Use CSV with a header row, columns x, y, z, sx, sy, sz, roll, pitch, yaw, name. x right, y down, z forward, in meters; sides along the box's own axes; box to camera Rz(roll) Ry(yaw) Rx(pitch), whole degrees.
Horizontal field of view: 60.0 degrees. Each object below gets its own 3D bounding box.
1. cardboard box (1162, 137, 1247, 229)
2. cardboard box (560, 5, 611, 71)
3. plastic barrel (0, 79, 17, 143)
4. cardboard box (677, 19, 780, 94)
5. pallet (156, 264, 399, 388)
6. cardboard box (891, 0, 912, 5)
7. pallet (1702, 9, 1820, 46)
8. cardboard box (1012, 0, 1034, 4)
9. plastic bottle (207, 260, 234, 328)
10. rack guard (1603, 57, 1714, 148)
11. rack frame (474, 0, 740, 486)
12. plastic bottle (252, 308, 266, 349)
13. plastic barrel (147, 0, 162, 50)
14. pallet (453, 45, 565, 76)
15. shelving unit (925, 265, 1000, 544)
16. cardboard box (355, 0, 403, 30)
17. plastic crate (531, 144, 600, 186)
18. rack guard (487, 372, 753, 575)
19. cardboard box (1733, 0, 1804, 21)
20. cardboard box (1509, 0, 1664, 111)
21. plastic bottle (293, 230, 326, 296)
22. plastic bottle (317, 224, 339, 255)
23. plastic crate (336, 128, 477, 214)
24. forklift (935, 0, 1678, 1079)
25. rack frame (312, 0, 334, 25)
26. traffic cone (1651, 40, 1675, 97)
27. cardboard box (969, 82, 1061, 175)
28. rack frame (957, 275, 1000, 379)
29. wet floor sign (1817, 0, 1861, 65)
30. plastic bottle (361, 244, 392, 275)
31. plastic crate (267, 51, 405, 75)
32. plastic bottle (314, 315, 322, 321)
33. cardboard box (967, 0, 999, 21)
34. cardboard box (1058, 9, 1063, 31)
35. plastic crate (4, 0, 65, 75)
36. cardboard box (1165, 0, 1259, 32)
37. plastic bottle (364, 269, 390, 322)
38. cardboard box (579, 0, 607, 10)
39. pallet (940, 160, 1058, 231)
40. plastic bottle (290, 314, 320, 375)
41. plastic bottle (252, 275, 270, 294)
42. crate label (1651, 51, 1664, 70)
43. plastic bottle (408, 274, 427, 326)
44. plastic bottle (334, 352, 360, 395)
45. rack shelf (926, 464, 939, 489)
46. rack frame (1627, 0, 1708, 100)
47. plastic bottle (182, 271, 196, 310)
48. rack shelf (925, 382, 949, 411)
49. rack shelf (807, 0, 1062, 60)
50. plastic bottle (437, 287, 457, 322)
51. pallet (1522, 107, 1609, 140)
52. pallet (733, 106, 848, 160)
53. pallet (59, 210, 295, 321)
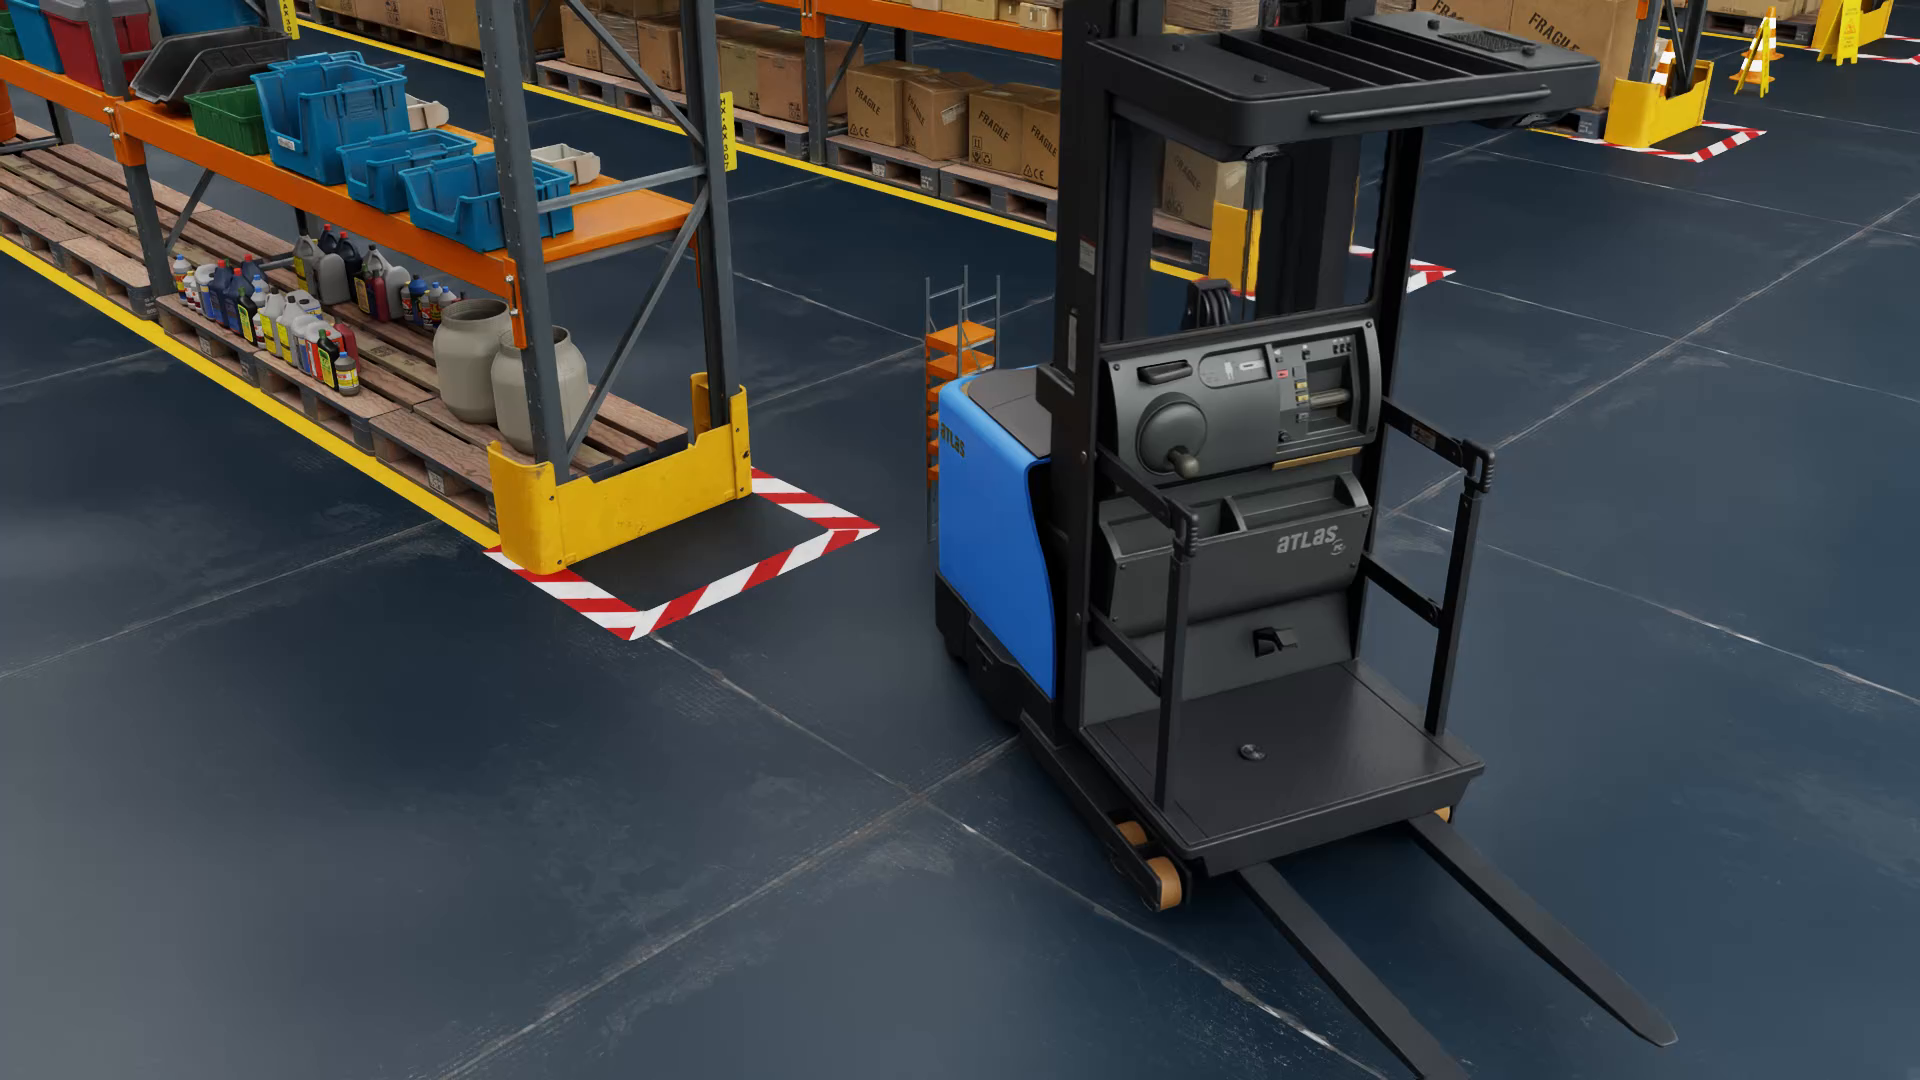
x,y,z,sx,sy,sz,roll,pitch,yaw,name
1.662,-2.341,10.713,0.500,0.500,0.500,-18,33,-30,cardboard box
-3.117,-4.539,14.872,0.500,0.500,0.700,22,35,36,cardboard box
-7.442,-3.398,12.370,0.708,0.830,0.600,25,36,38,plastic barrel
-1.906,-3.997,13.842,0.500,0.500,0.700,21,34,34,cardboard box
-3.780,-1.246,9.393,1.213,0.211,1.003,25,36,38,pallet
-0.263,-3.839,11.598,0.250,0.149,0.380,25,36,38,cardboard box
8.435,-5.408,17.308,1.213,0.211,1.003,25,36,38,pallet
0.607,-3.884,10.987,0.500,0.500,0.875,25,36,38,cardboard box
-3.945,-1.335,8.939,0.144,0.351,0.185,-24,36,-38,plastic bottle
5.662,-3.551,13.466,0.348,0.500,1.175,25,36,38,rack guard
-1.377,-1.408,6.705,0.127,3.000,1.000,25,36,38,rack frame
-3.624,-1.107,8.666,0.097,0.201,0.097,0,28,0,plastic bottle
-4.758,-3.158,9.888,0.433,0.535,0.433,0,28,0,plastic barrel
-4.118,-4.710,15.981,1.213,0.211,1.003,25,36,38,pallet
0.010,-0.526,6.962,0.189,1.200,0.258,25,36,38,shelving unit
-5.353,-5.719,16.736,0.875,0.875,1.225,23,36,37,cardboard box
-1.789,-1.690,7.525,0.250,0.136,0.298,25,36,38,plastic crate
-1.464,-0.311,7.304,0.348,0.500,1.175,25,36,38,rack guard
8.261,-5.492,16.975,0.500,0.250,0.500,24,36,38,cardboard box
5.115,-4.110,13.675,0.875,0.875,0.875,25,37,39,cardboard box
-3.669,-1.573,9.393,0.185,0.351,0.144,25,36,38,plastic bottle
-3.568,-1.621,9.484,0.185,0.351,0.144,23,36,37,plastic bottle
-2.403,-1.620,7.268,0.408,0.251,0.499,25,36,38,plastic crate
0.955,-0.389,4.840,1.130,2.935,3.031,-11,30,-21,forklift
-6.461,-6.967,17.278,0.127,3.000,1.000,25,36,38,rack frame
6.262,-4.187,14.715,0.334,0.463,0.336,25,36,38,traffic cone
0.412,-2.932,11.837,0.500,0.500,0.500,21,34,34,cardboard box
0.076,-0.496,6.905,0.006,1.200,0.240,25,36,38,rack frame
8.429,-4.882,15.840,0.267,0.644,0.232,-13,30,-22,wet floor sign
-3.201,-1.453,9.164,0.185,0.351,0.144,24,36,38,plastic bottle
-3.250,-2.377,8.706,0.616,0.251,0.499,25,36,38,plastic crate
-3.321,-1.062,8.580,0.097,0.201,0.097,0,28,0,plastic bottle
0.265,-3.591,11.126,0.250,0.149,0.380,25,36,38,cardboard box
0.845,-3.368,10.701,0.250,0.149,0.380,25,36,38,cardboard box
-5.234,-2.963,9.679,0.575,0.384,0.392,25,36,38,plastic crate
1.723,-3.416,10.097,0.500,0.500,0.875,25,36,38,cardboard box
-3.162,-1.333,9.009,0.133,0.283,0.061,25,36,38,plastic bottle
-3.110,-4.874,14.703,0.500,0.250,0.500,-24,36,-37,cardboard box
0.621,-2.517,11.811,1.213,0.211,1.003,25,36,38,pallet
-3.253,-0.988,8.359,0.135,0.276,0.152,23,36,37,plastic bottle
-3.756,-1.292,8.943,0.097,0.271,0.097,0,28,0,plastic bottle
6.693,-4.542,15.742,0.298,0.136,0.250,7,29,13,crate label
-2.912,-1.301,8.960,0.097,0.271,0.097,0,28,0,plastic bottle
-2.994,-0.818,8.117,0.097,0.201,0.097,0,28,0,plastic bottle
0.010,-0.275,7.094,0.180,0.103,0.258,25,36,38,rack shelf
5.645,-4.665,12.899,0.127,3.000,1.000,25,36,38,rack frame
-4.237,-1.387,9.199,0.097,0.201,0.097,0,28,0,plastic bottle
0.010,-0.593,6.927,0.180,0.103,0.258,25,36,38,rack shelf
0.669,-3.386,11.240,4.000,0.370,1.077,25,36,38,rack shelf
-2.696,-1.202,8.772,0.097,0.271,0.097,0,28,0,plastic bottle
5.020,-3.666,13.995,1.213,0.211,1.003,25,36,38,pallet
-1.313,-3.376,13.444,1.213,0.211,1.003,25,36,38,pallet
-4.816,-1.723,10.299,1.213,0.211,1.003,25,36,38,pallet
